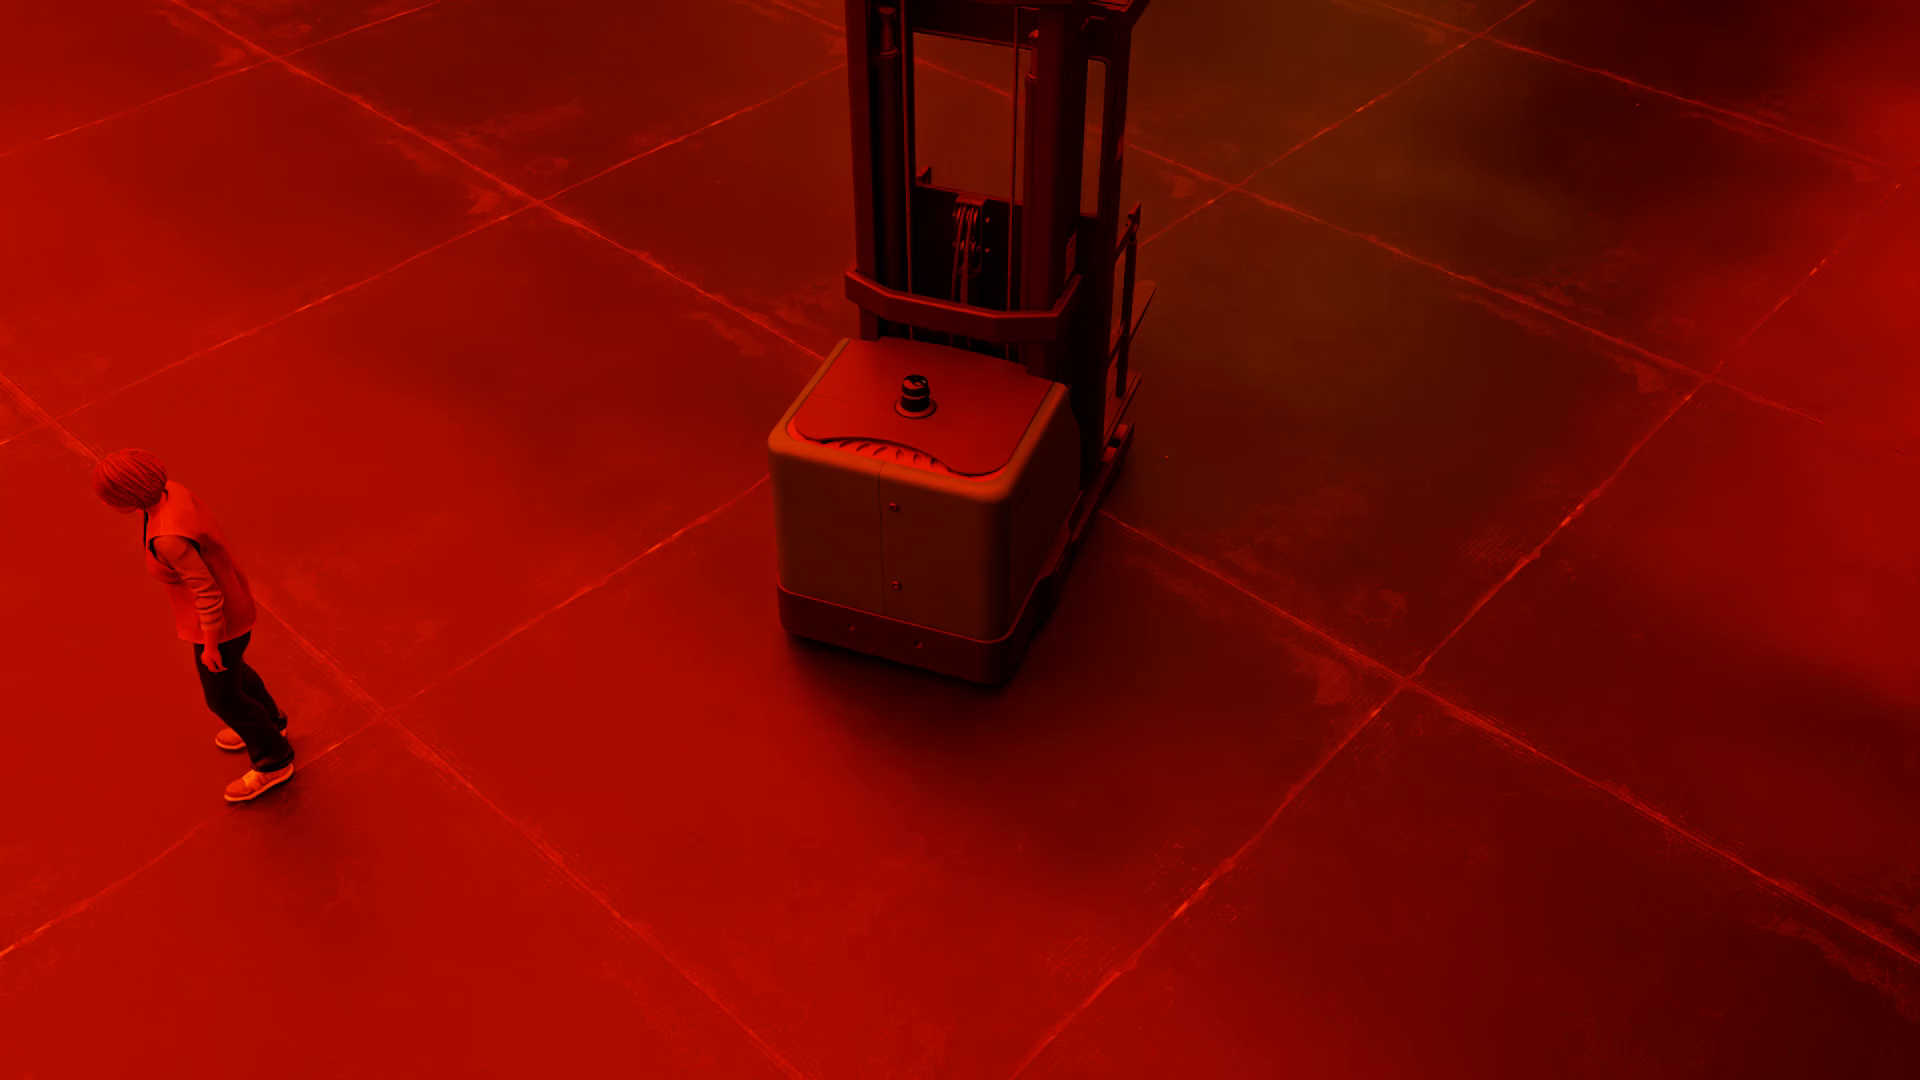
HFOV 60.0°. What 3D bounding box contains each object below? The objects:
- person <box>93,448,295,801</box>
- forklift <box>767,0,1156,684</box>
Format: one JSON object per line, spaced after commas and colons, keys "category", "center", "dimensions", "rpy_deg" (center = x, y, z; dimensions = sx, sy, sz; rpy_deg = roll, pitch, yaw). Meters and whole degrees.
{"category": "person", "center": [-2.767, 0.292, 6.119], "dimensions": [0.345, 1.593, 0.459], "rpy_deg": [-18, 44, -20]}
{"category": "forklift", "center": [0.211, -1.484, 7.158], "dimensions": [1.130, 2.935, 3.031], "rpy_deg": [14, 42, 15]}
